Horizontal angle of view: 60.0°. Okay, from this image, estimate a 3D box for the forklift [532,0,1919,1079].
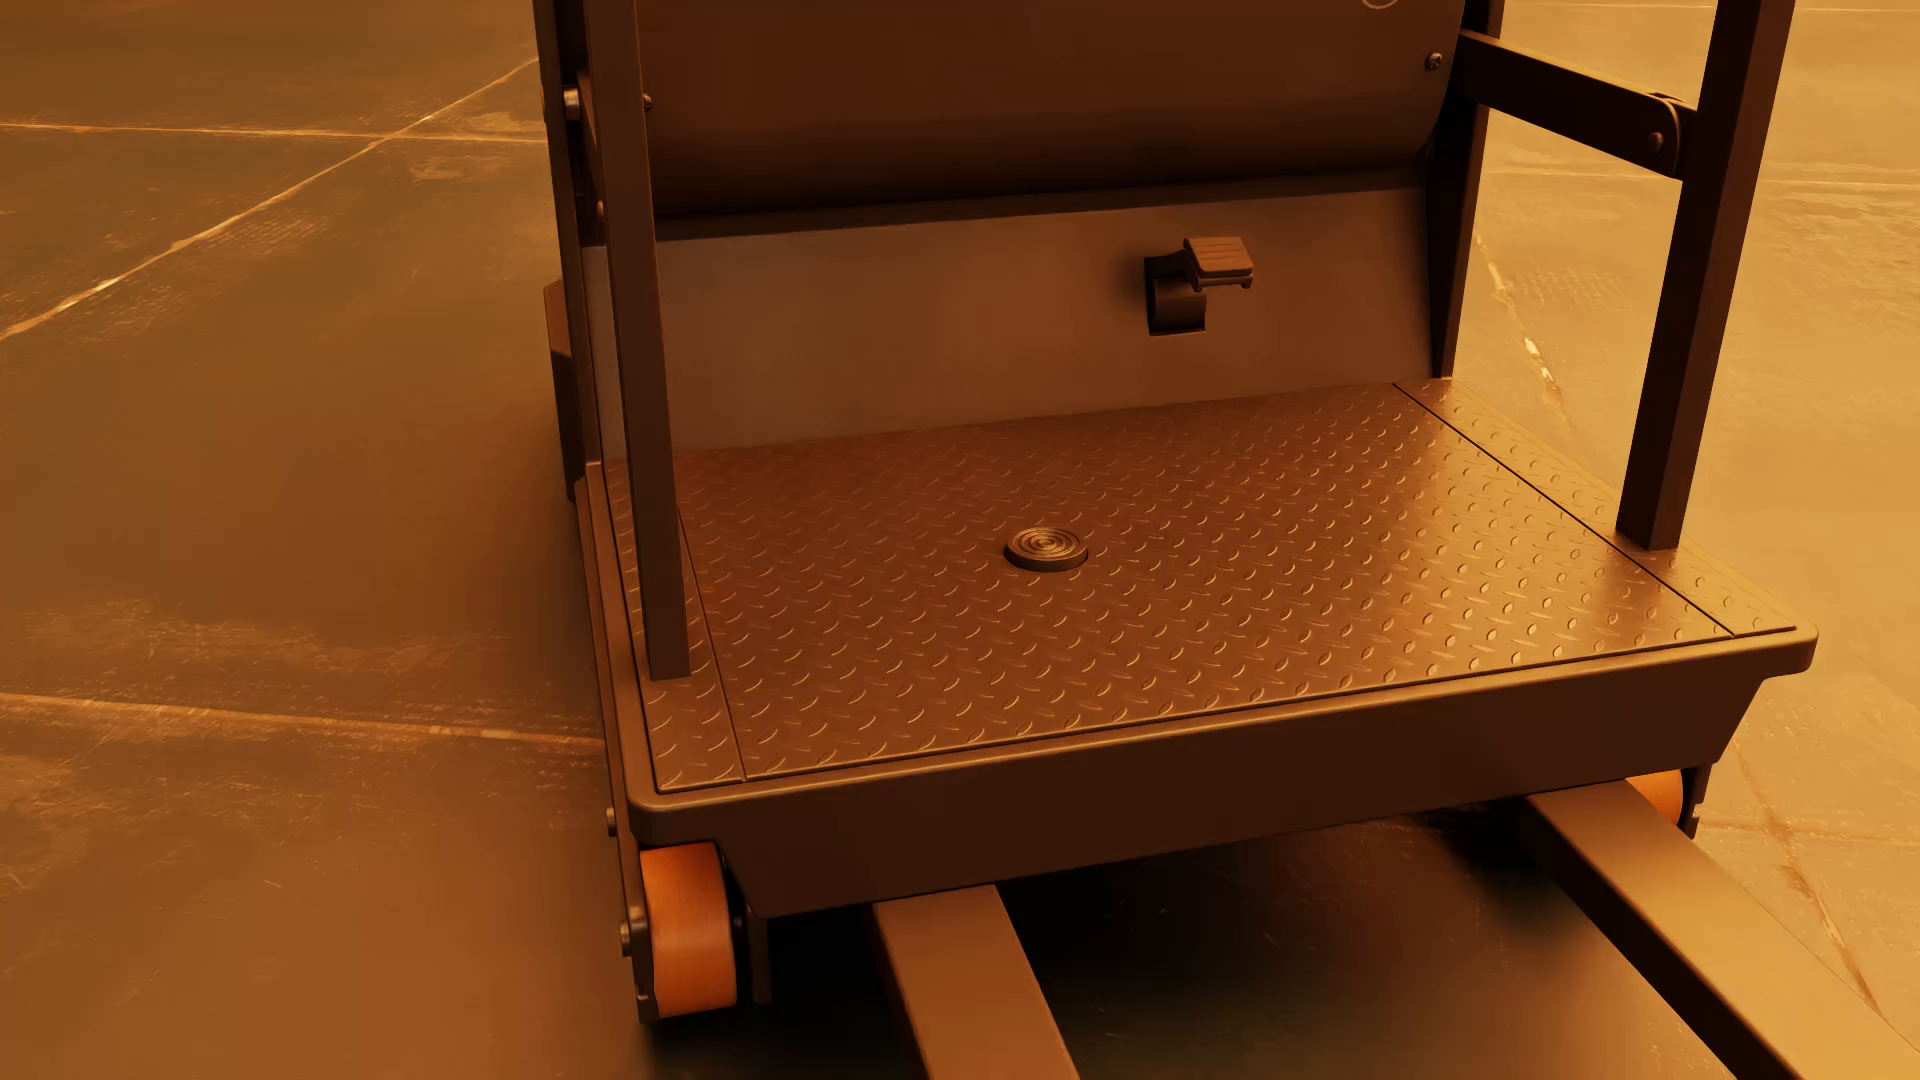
[{"bbox_3d":[0.153,-1.049,1.319,1.130,2.935,3.031,-7,27,-13],"label":"forklift"}]
